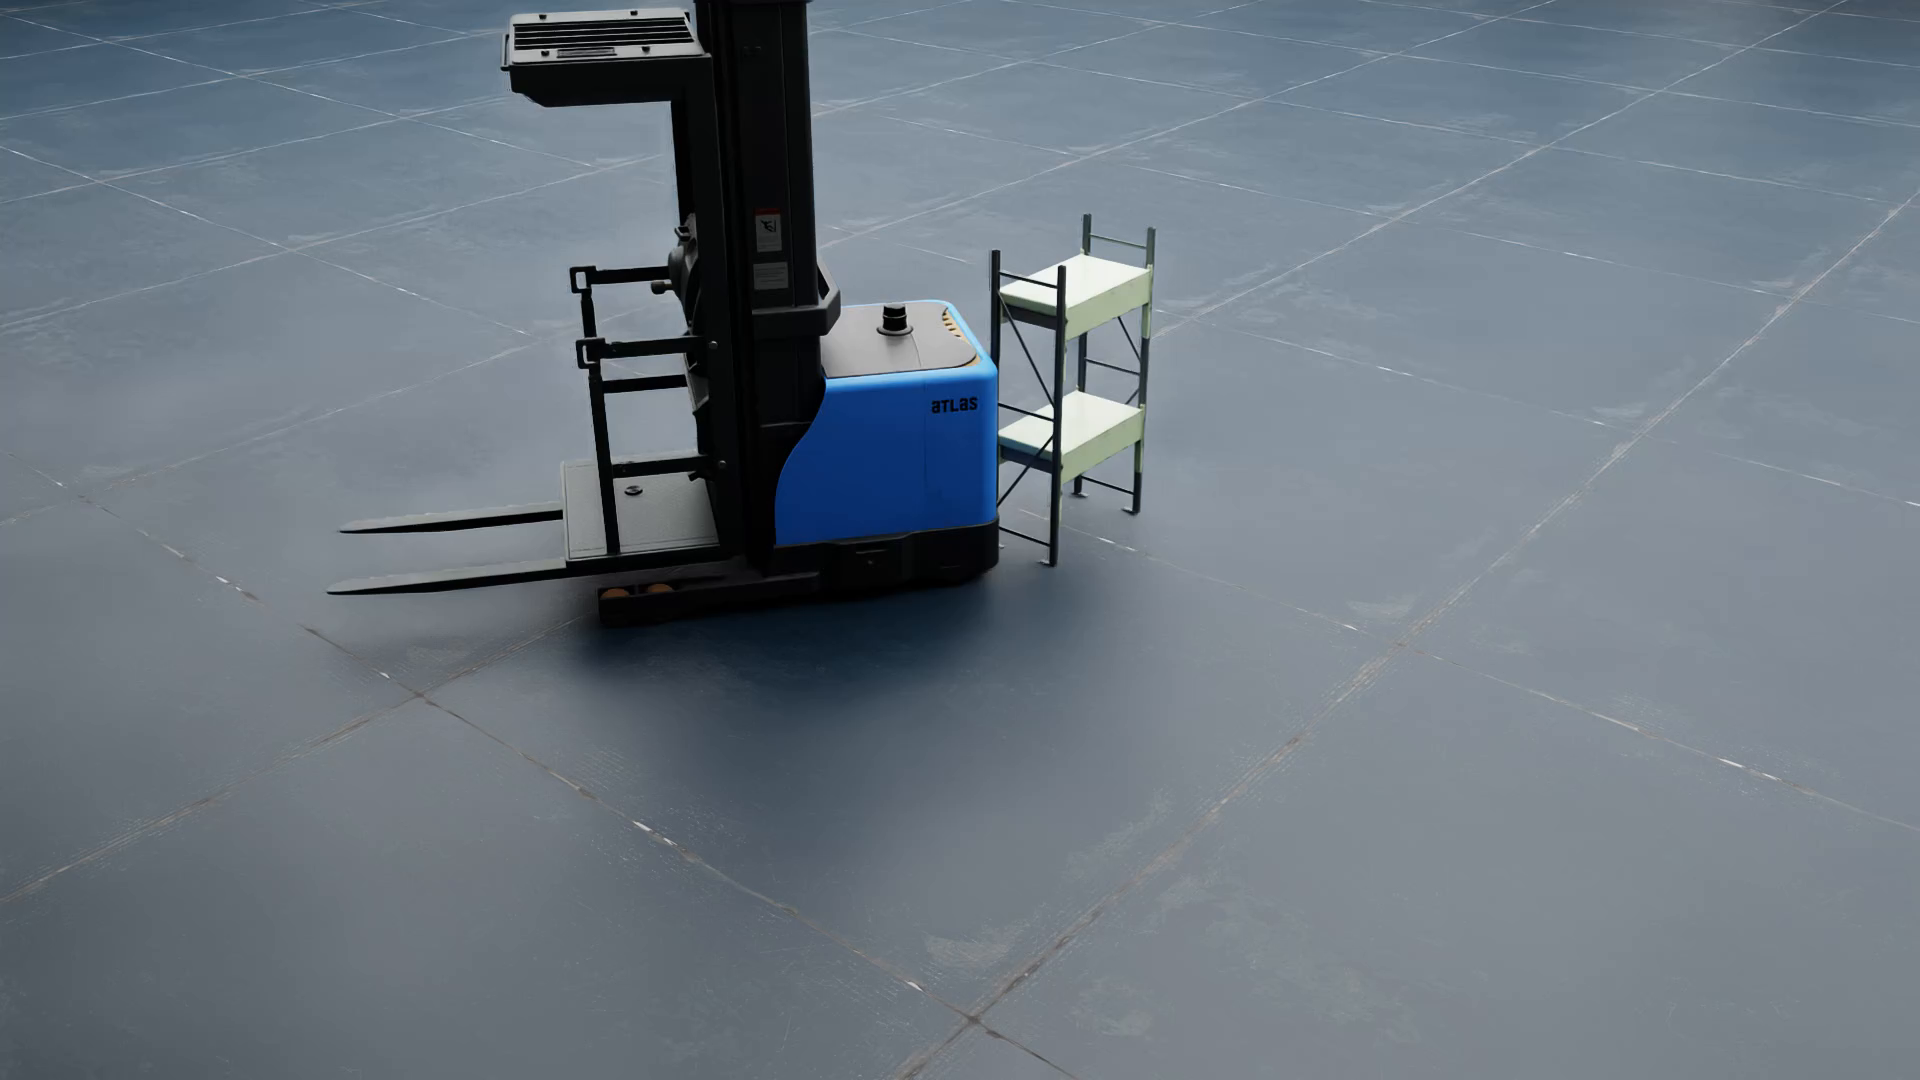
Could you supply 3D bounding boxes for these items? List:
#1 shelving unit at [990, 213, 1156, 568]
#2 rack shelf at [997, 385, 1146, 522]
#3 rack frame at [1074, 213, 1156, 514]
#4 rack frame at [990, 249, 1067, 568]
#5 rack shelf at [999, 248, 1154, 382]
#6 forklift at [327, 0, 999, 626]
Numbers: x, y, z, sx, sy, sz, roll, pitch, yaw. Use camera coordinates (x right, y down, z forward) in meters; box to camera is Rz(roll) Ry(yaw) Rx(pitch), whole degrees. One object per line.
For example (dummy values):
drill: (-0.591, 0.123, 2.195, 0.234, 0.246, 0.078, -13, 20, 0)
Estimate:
shelving unit: (0.532, -0.726, 8.021, 0.431, 1.500, 0.755, 20, 33, 33)
rack shelf: (0.532, -0.436, 8.171, 0.431, 0.370, 0.720, 20, 33, 33)
rack frame: (0.759, -0.858, 8.276, 0.400, 1.500, 0.023, 20, 33, 33)
rack frame: (0.306, -0.594, 7.766, 0.400, 1.500, 0.023, 20, 33, 33)
rack shelf: (0.532, -1.073, 7.842, 0.431, 0.370, 0.720, 20, 33, 33)
forklift: (-1.390, -1.180, 7.342, 3.031, 2.935, 1.130, -6, 28, -12)
